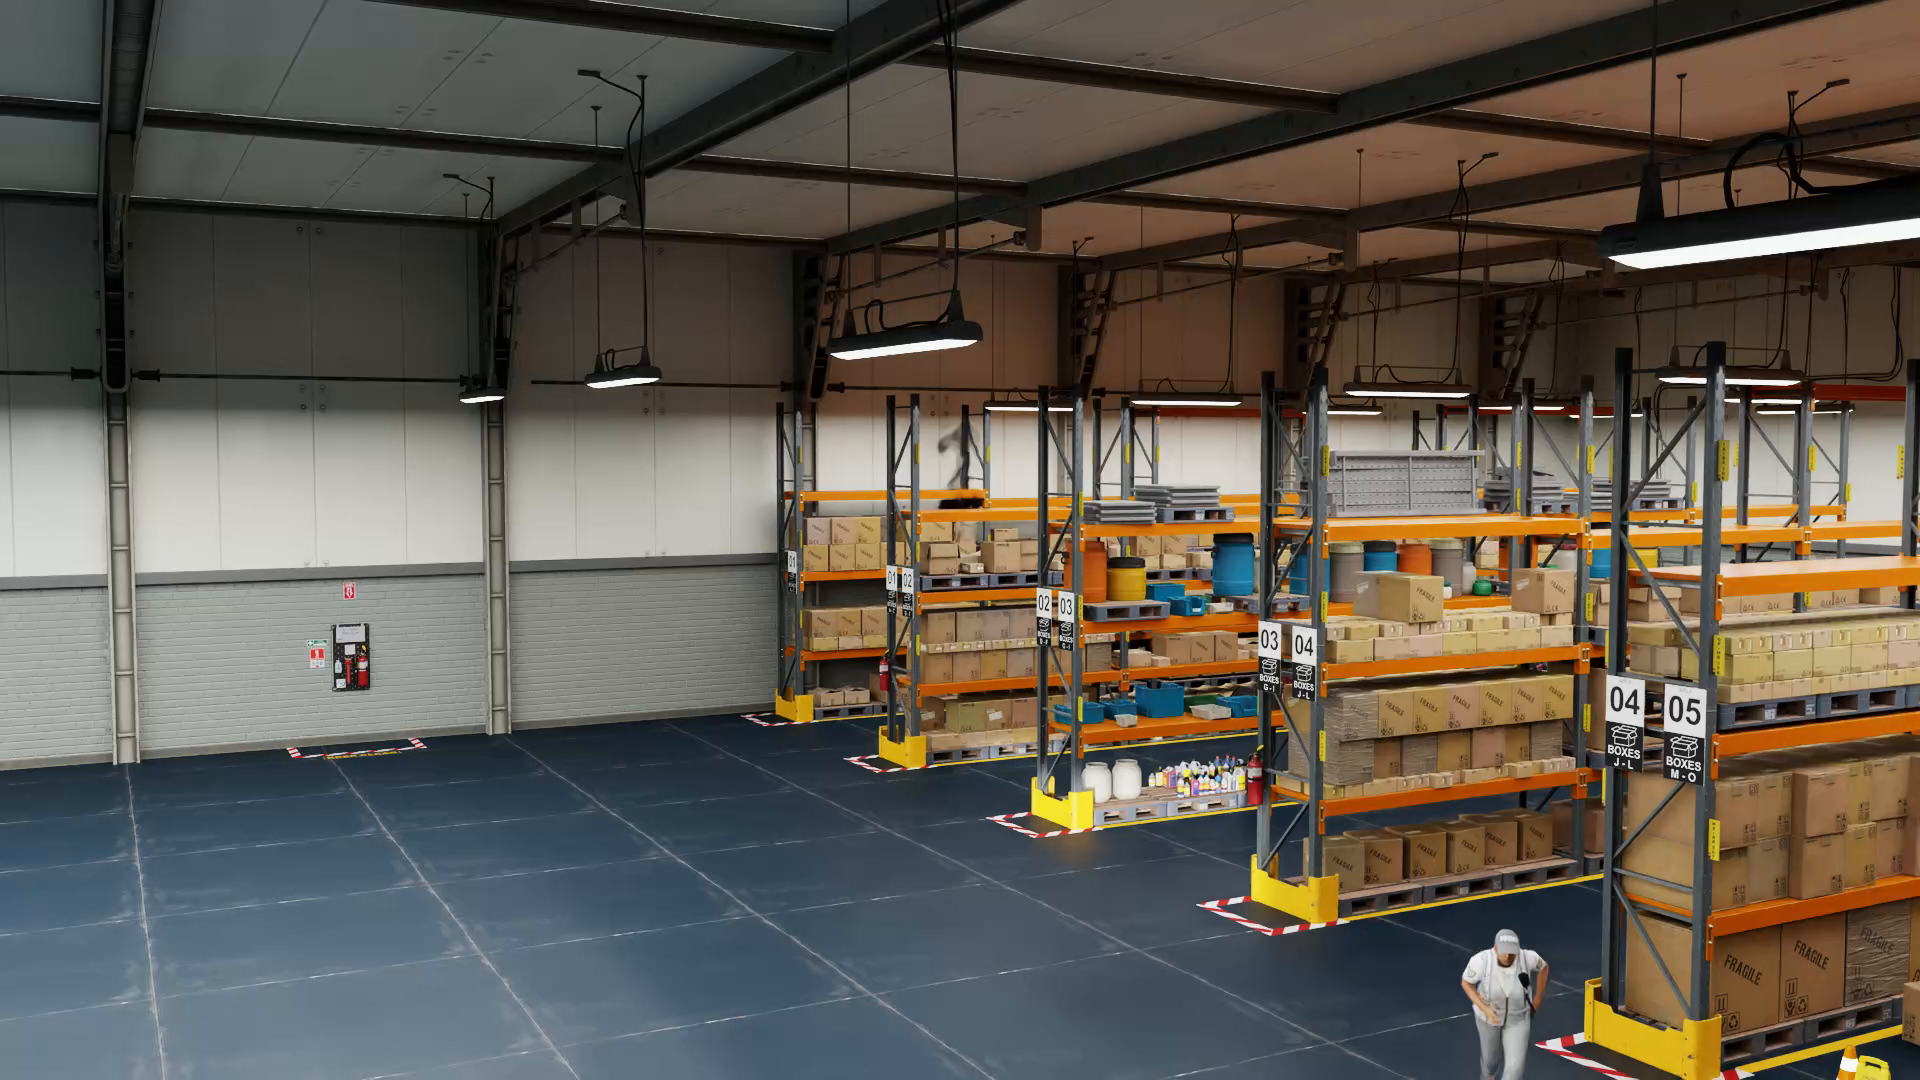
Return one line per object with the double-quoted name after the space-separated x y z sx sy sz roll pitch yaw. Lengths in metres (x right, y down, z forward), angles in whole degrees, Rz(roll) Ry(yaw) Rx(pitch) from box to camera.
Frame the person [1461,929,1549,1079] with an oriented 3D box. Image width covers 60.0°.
4.141 3.680 12.696 0.646 1.627 1.036 1 3 10 "person"
